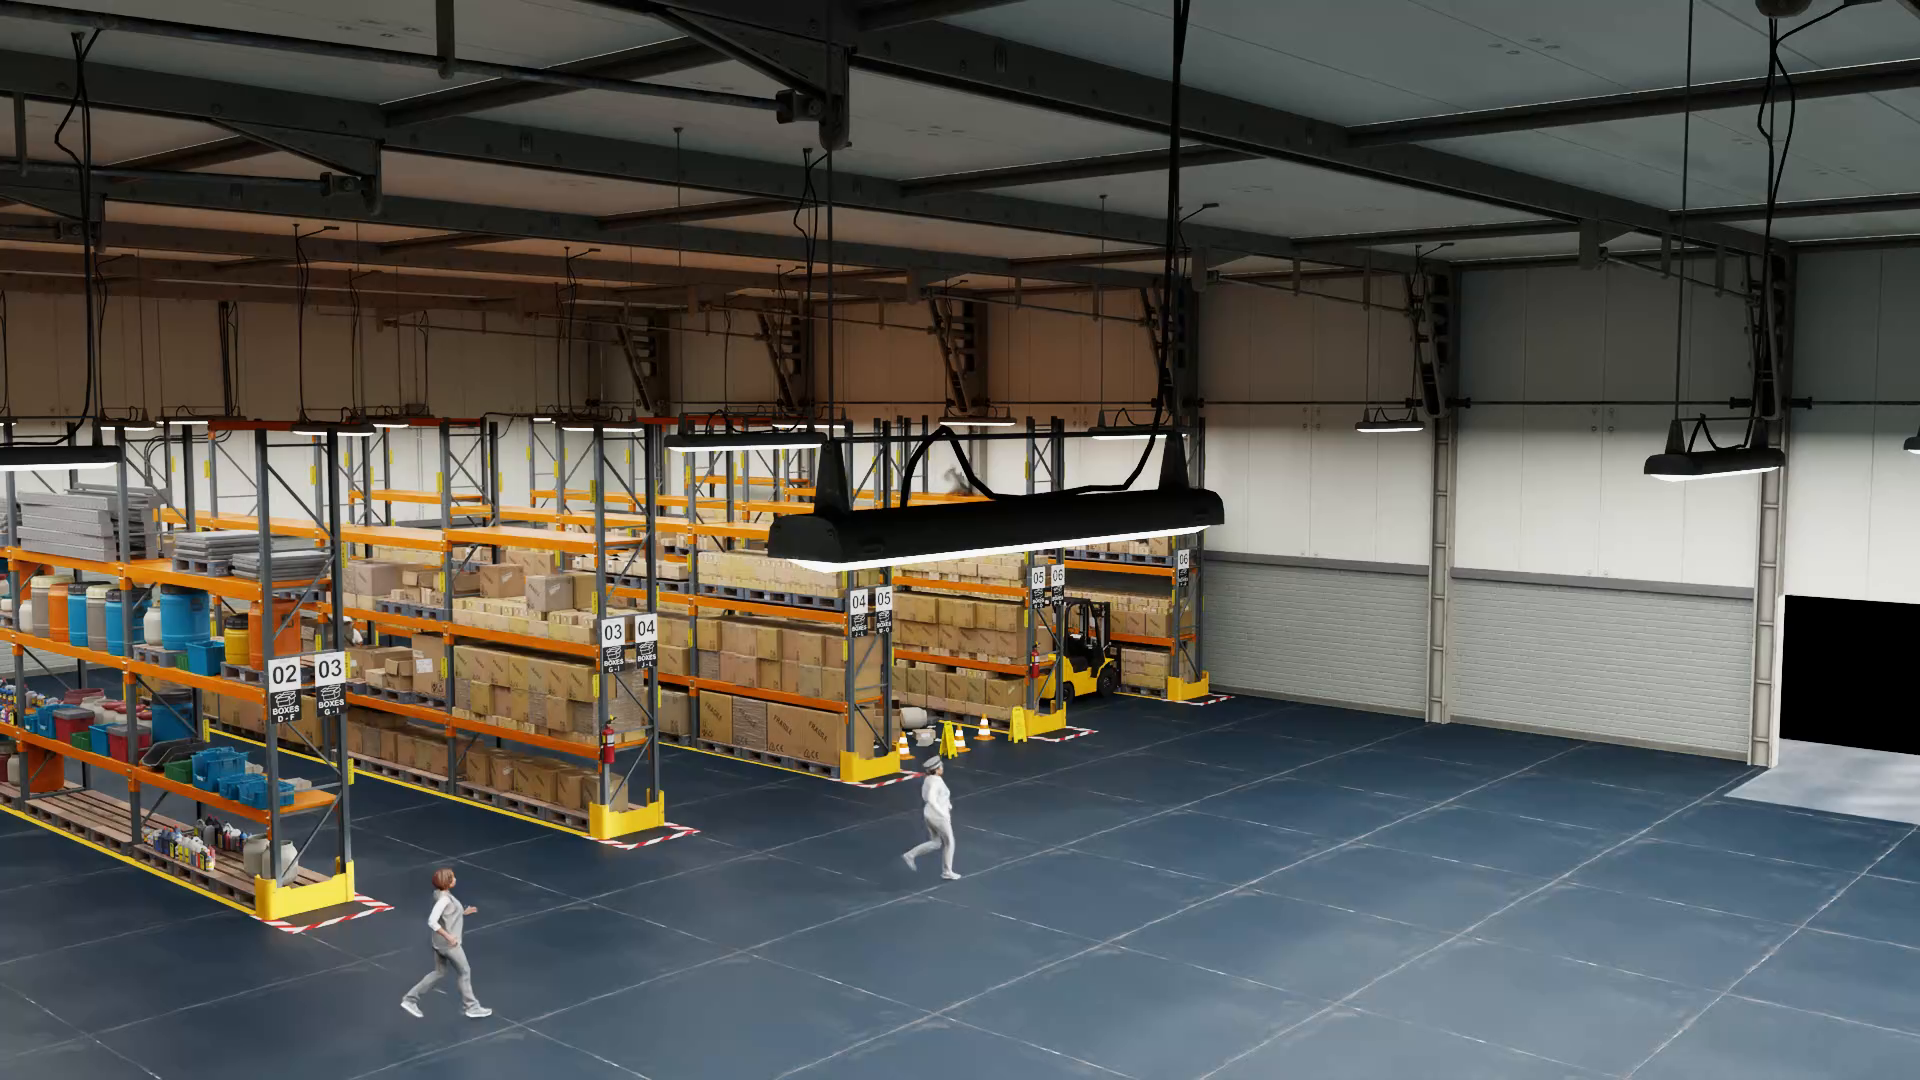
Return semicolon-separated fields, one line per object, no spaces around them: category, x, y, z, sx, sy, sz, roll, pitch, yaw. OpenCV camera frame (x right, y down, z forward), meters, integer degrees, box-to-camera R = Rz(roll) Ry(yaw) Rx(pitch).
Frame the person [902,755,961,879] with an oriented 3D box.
person;-0.356;3.685;21.954;0.799;1.690;0.618;-2;5;-22

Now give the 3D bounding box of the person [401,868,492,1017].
person;-5.224;4.109;16.886;0.893;1.585;0.537;-3;6;-31

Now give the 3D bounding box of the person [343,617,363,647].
person;-13.233;2.510;35.886;0.735;1.736;0.823;-4;6;-41
